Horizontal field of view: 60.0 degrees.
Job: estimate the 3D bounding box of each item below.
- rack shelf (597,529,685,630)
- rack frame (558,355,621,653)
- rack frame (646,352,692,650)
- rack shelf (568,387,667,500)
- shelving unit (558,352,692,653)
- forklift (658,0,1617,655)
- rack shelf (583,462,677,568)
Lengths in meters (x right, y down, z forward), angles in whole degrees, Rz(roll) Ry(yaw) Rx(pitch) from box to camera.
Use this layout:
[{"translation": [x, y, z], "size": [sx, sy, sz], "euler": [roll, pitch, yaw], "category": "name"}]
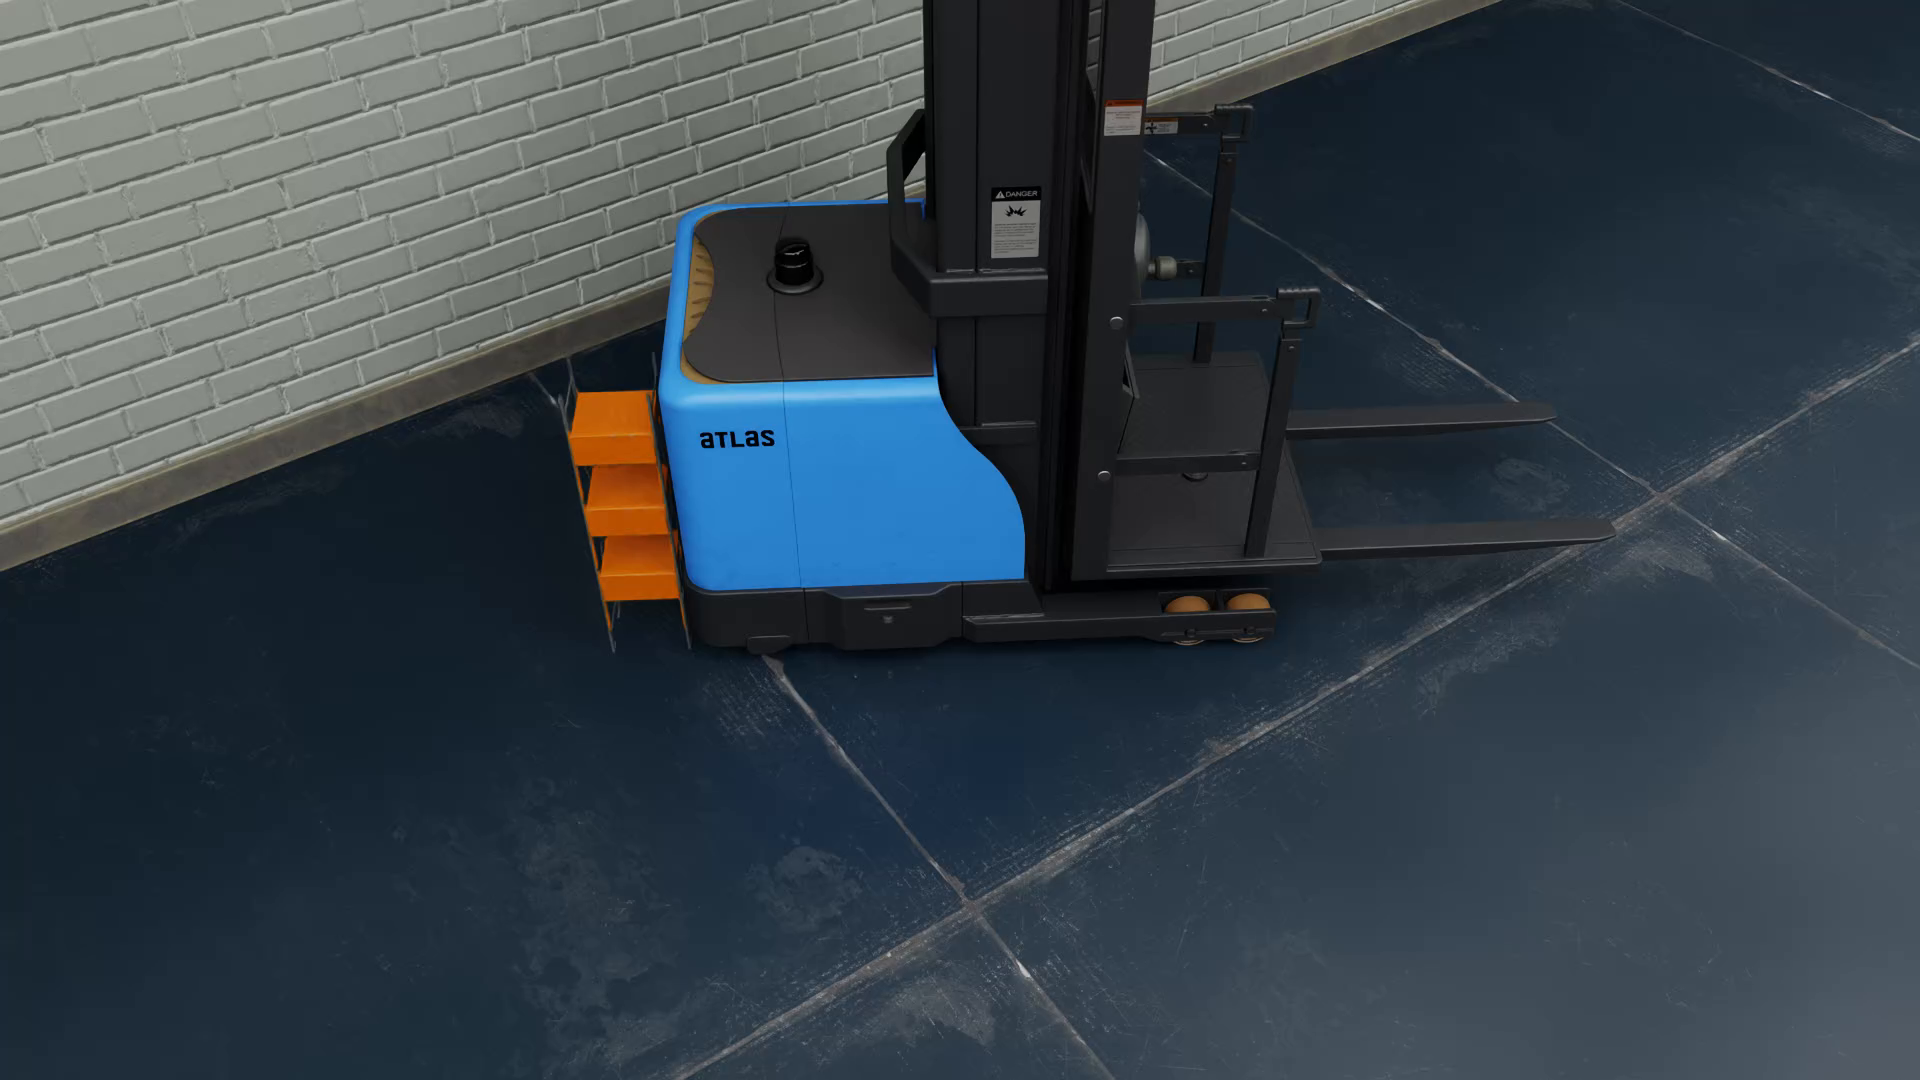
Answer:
[{"translation": [-1.001, 0.119, 5.282], "size": [0.240, 0.259, 0.215], "euler": [-2, 44, -2], "category": "rack shelf"}, {"translation": [-1.123, -0.085, 5.079], "size": [0.008, 1.050, 0.200], "euler": [-2, 44, -2], "category": "rack frame"}, {"translation": [-0.880, -0.094, 5.088], "size": [0.008, 1.050, 0.200], "euler": [-2, 44, -2], "category": "rack frame"}, {"translation": [-1.002, -0.287, 4.895], "size": [0.240, 0.259, 0.215], "euler": [-2, 44, -2], "category": "rack shelf"}, {"translation": [-1.001, -0.089, 5.083], "size": [0.252, 1.050, 0.215], "euler": [-2, 44, -2], "category": "shelving unit"}, {"translation": [0.622, -1.085, 4.764], "size": [3.031, 2.935, 1.130], "euler": [-2, 44, -2], "category": "forklift"}, {"translation": [-1.001, -0.082, 5.090], "size": [0.240, 0.259, 0.215], "euler": [-2, 44, -2], "category": "rack shelf"}]
